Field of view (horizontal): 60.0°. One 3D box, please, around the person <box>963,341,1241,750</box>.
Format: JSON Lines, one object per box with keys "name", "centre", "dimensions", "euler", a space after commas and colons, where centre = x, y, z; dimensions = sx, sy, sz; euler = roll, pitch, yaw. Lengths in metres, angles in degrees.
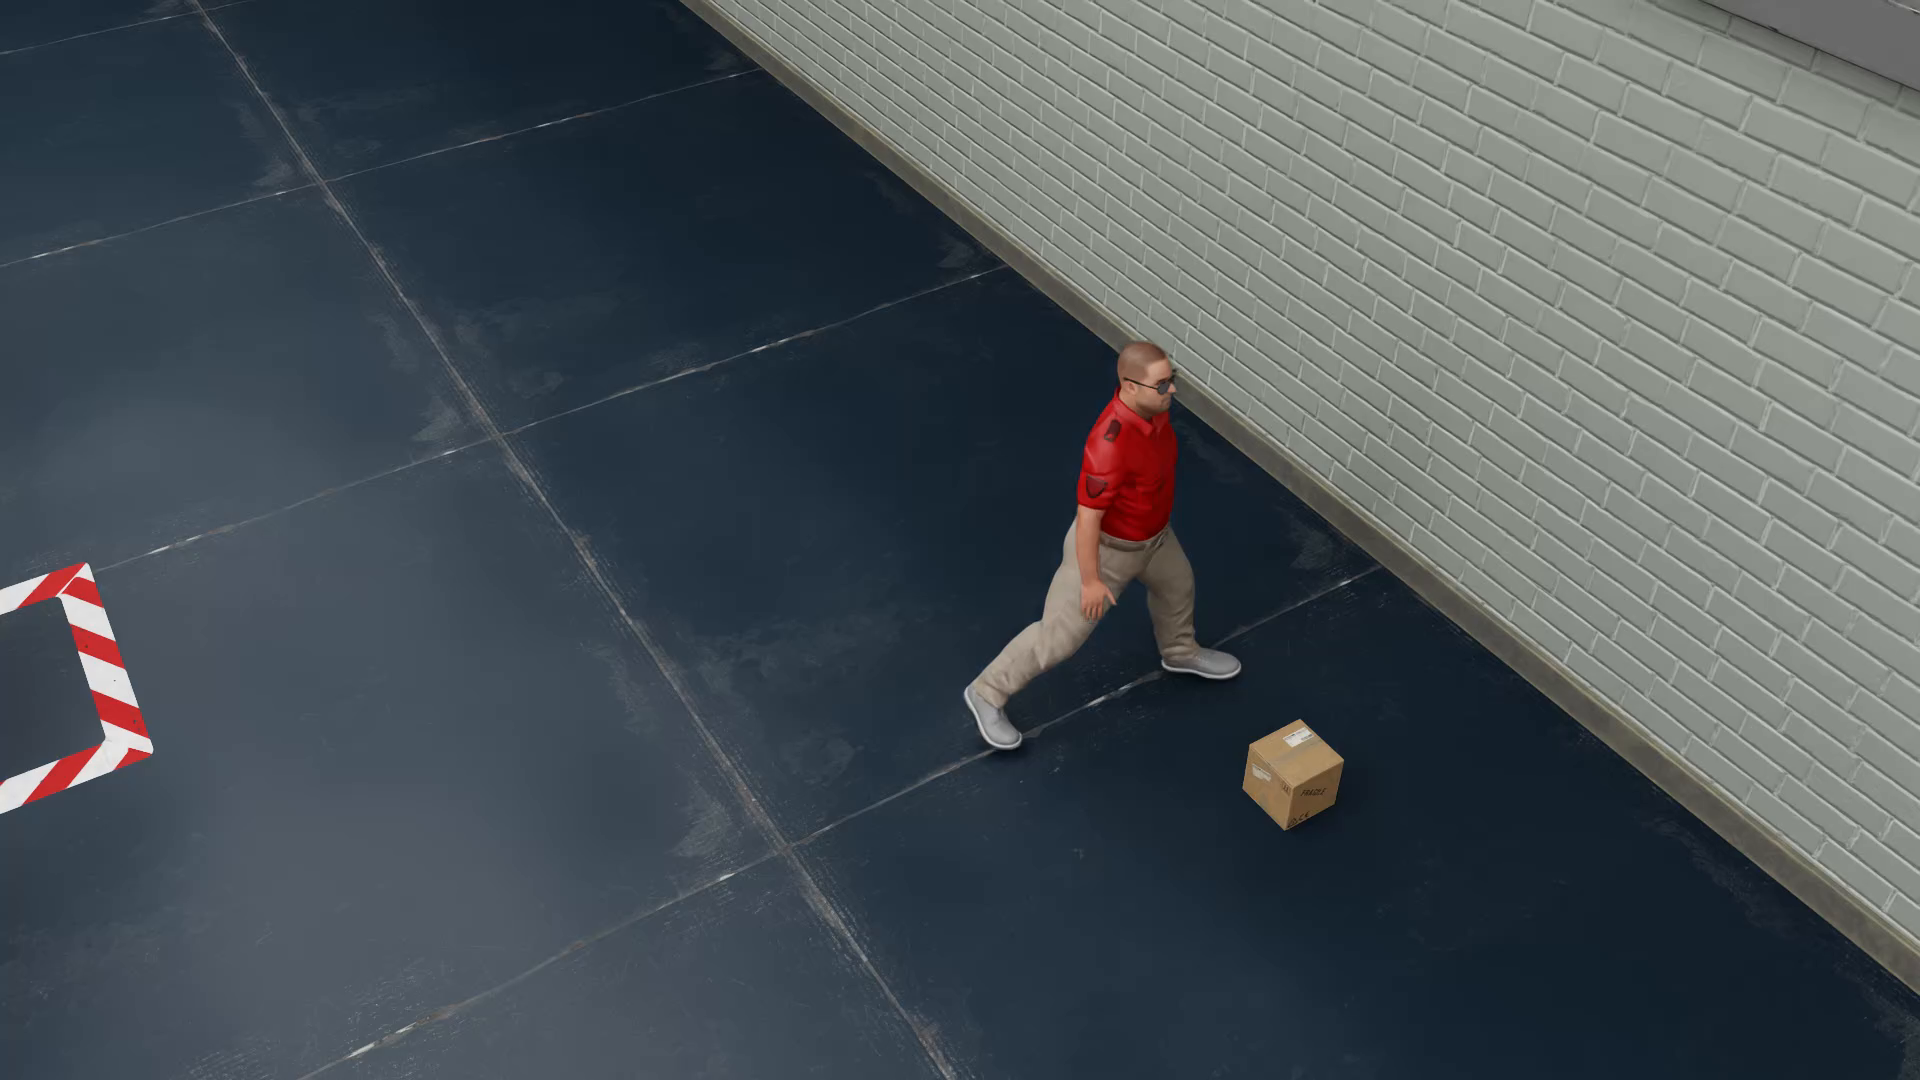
{"name": "person", "centre": [0.559, 0.022, 6.164], "dimensions": [0.901, 1.677, 0.914], "euler": [19, 44, 21]}
